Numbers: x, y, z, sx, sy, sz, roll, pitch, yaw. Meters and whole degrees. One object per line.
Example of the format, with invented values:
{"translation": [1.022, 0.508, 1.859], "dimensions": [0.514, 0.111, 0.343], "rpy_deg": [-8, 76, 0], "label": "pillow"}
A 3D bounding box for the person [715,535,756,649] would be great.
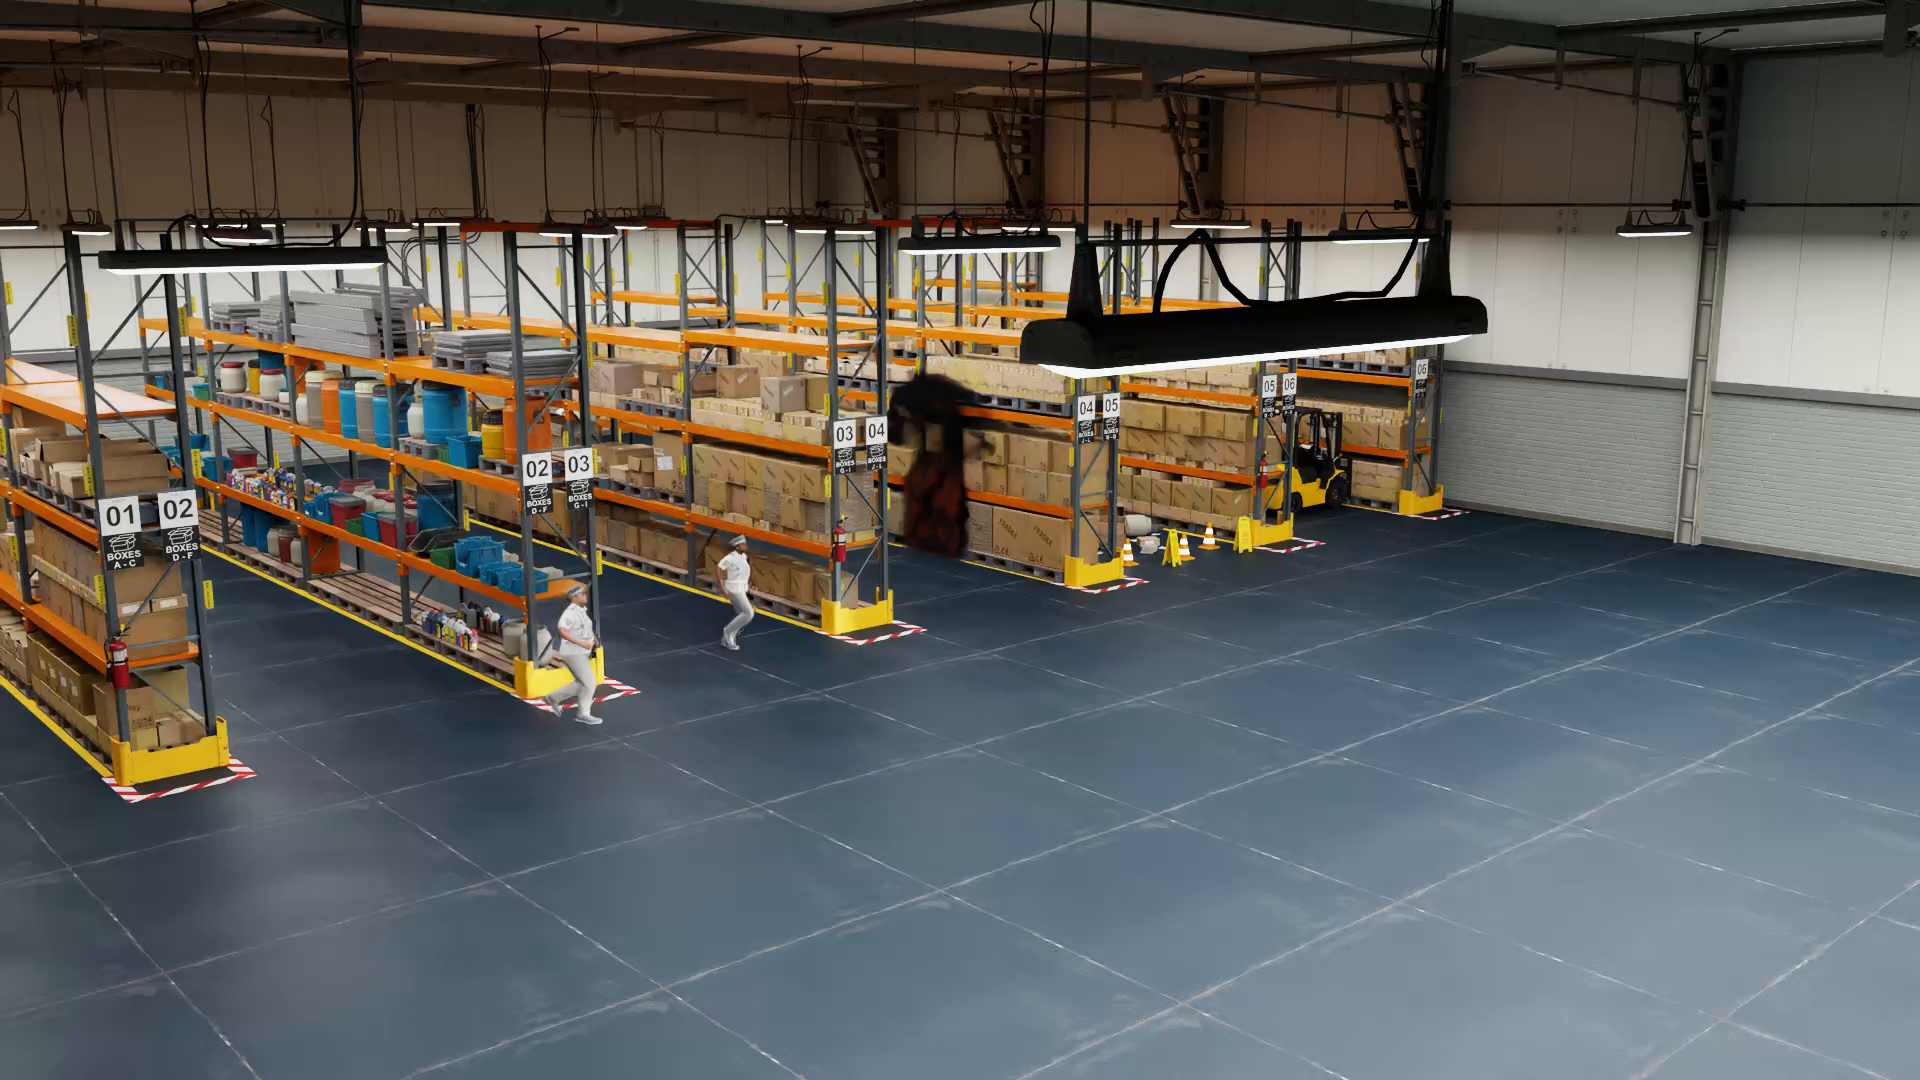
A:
{"translation": [-3.183, 0.752, 24.047], "dimensions": [0.538, 1.662, 0.579], "rpy_deg": [3, 12, 15], "label": "person"}

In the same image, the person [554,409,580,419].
{"translation": [-9.473, -2.537, 40.030], "dimensions": [0.727, 1.728, 0.672], "rpy_deg": [0, 11, -1], "label": "person"}

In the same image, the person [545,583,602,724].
{"translation": [-4.799, 1.390, 20.669], "dimensions": [0.697, 1.740, 0.705], "rpy_deg": [0, 11, 0], "label": "person"}
